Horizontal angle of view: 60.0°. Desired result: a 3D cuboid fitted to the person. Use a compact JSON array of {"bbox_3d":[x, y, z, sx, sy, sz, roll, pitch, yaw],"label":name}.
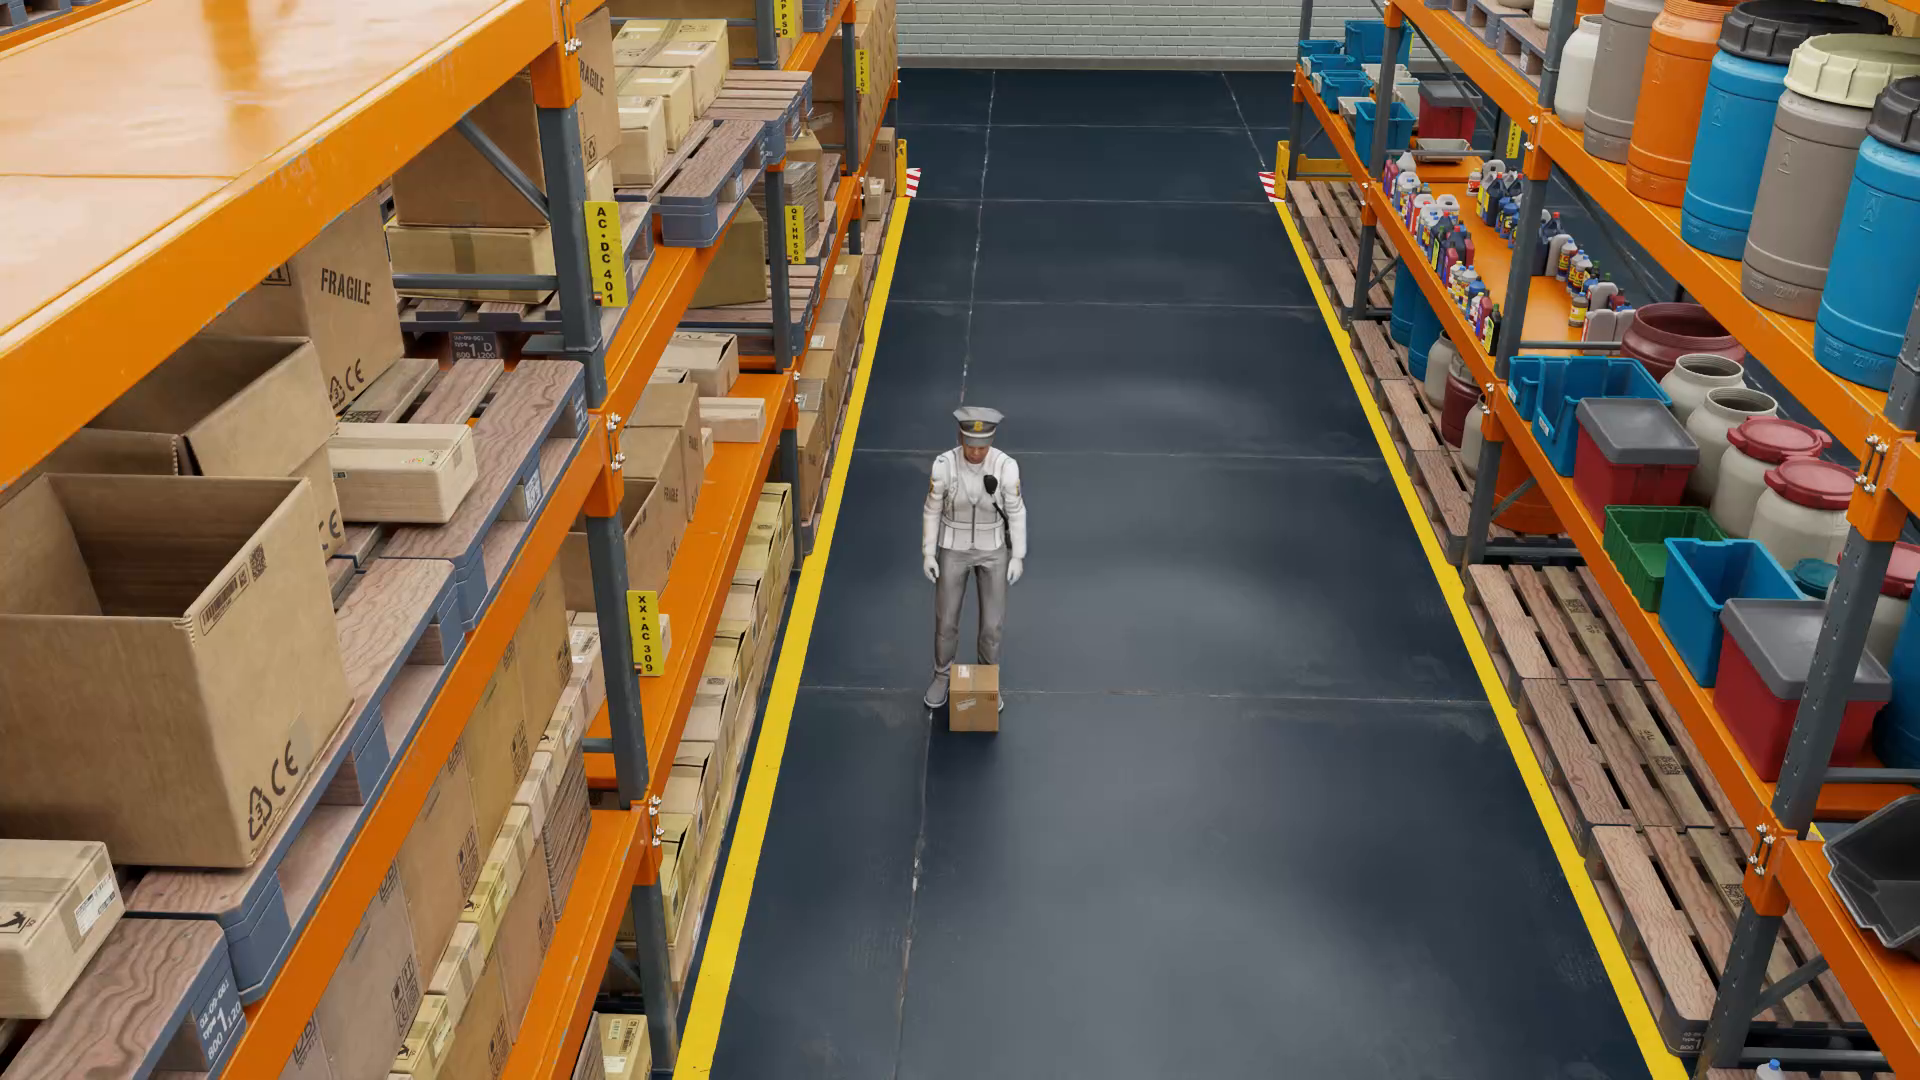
[{"bbox_3d":[0.070,0.088,8.454,0.529,1.663,0.403,1,28,2],"label":"person"}]
